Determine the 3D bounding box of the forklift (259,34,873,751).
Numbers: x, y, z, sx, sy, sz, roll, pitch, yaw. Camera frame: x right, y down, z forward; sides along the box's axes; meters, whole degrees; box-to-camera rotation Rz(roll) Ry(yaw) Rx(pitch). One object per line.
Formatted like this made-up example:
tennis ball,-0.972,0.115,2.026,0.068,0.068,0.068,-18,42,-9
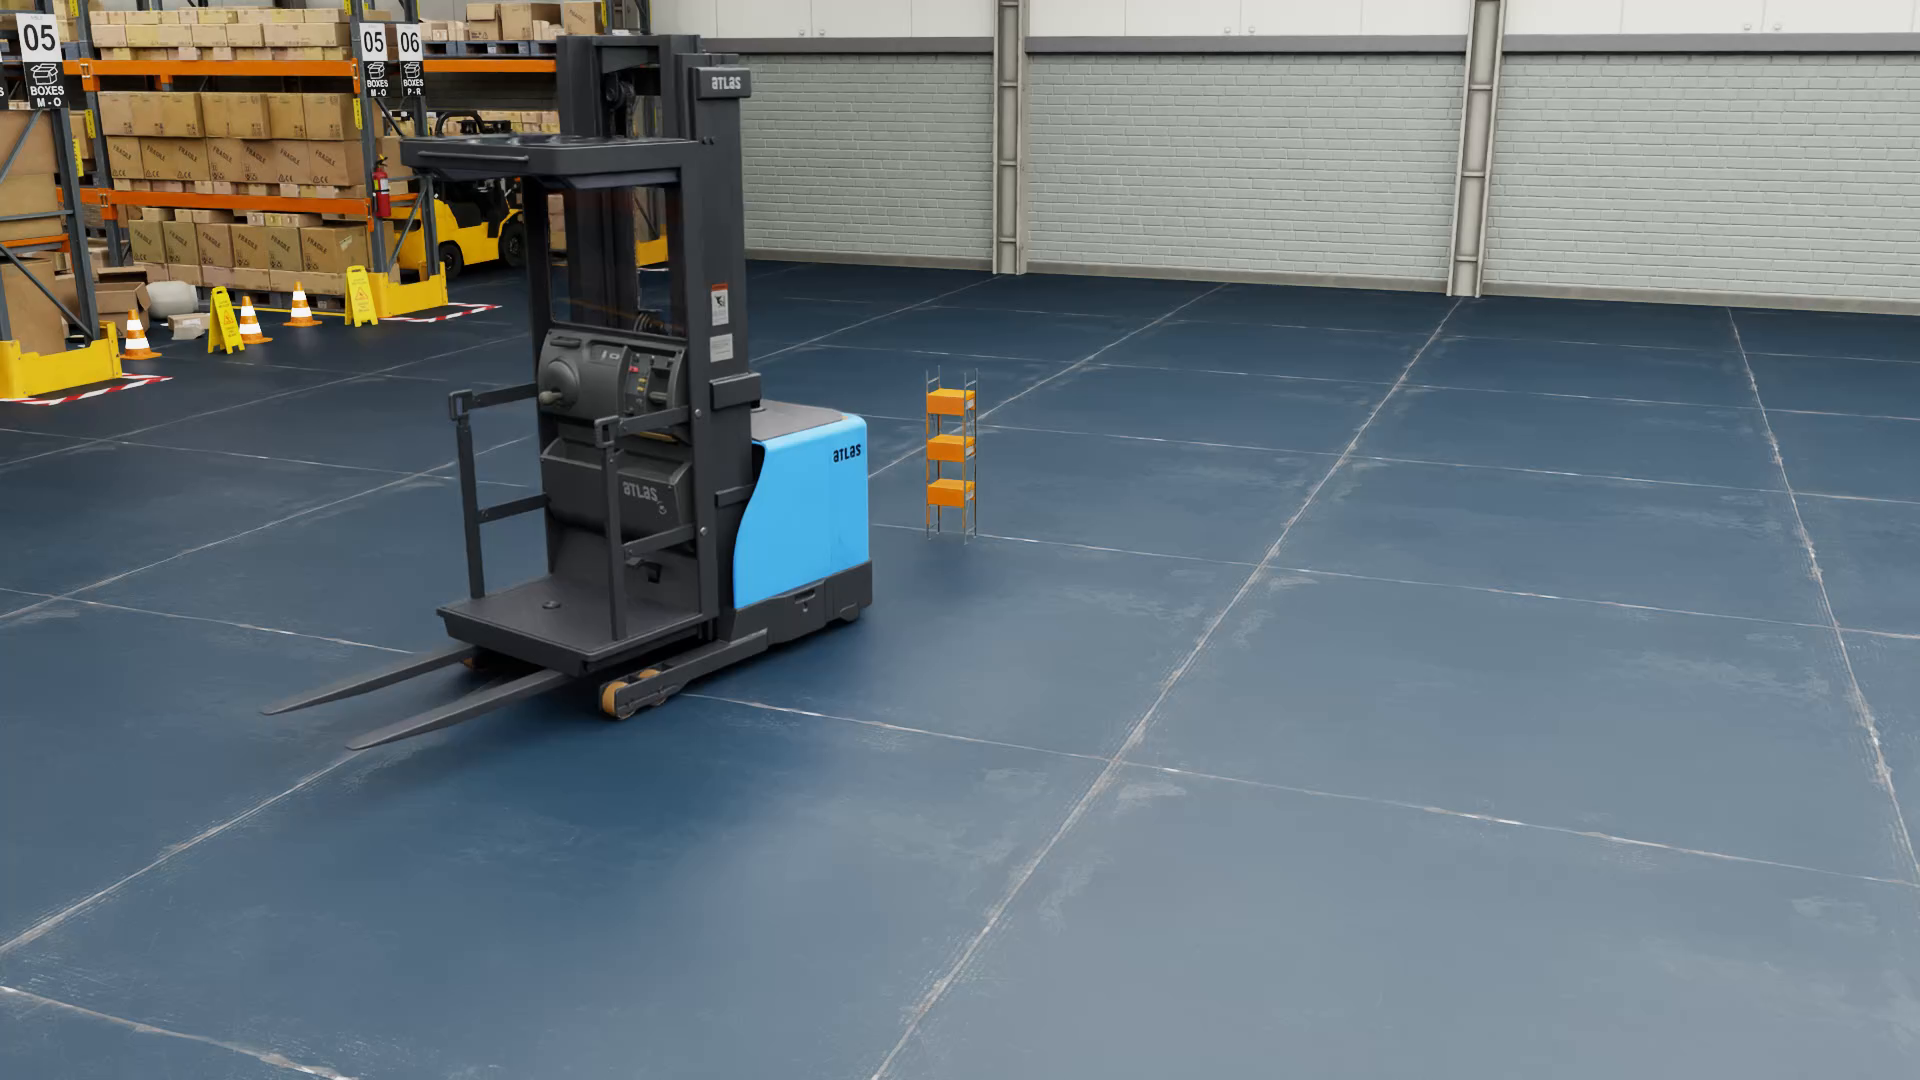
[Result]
forklift,-1.746,-0.763,7.545,1.130,2.935,3.031,12,20,35

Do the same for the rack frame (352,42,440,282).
rack frame,-6.401,-4.120,18.986,0.127,3.000,1.000,6,17,21

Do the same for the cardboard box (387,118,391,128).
cardboard box,-8.552,-6.268,25.042,0.250,0.149,0.380,6,17,19

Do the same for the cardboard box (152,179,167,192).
cardboard box,-9.434,-4.262,19.924,0.250,0.149,0.380,6,17,20

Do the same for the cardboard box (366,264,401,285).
cardboard box,-7.050,-3.156,19.842,0.500,0.250,0.500,6,17,20

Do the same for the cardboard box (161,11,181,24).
cardboard box,-8.970,-6.021,19.173,0.250,0.149,0.380,6,17,19

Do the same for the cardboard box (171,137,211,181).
cardboard box,-8.877,-4.503,19.591,0.500,0.500,0.500,6,17,20

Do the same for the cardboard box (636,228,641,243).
cardboard box,-4.968,-4.390,24.094,0.500,0.250,0.500,6,17,21

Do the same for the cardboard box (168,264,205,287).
cardboard box,-9.171,-3.228,20.093,0.500,0.250,0.500,7,18,24

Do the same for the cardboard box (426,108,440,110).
cardboard box,-7.896,-6.365,24.843,0.250,0.149,0.380,6,17,21

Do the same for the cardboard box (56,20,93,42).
cardboard box,-10.718,-6.122,20.016,0.500,0.250,0.500,6,17,20

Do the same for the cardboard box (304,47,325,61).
cardboard box,-7.079,-5.421,18.537,0.250,0.149,0.380,6,17,21

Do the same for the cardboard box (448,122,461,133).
cardboard box,-7.164,-5.959,23.976,0.250,0.149,0.380,6,17,20

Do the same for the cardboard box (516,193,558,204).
cardboard box,-6.076,-4.835,23.834,0.500,0.250,0.500,7,17,21

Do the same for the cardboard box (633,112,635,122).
cardboard box,-4.817,-6.000,23.585,0.250,0.149,0.380,6,17,20

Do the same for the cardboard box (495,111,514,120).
cardboard box,-6.422,-6.048,23.749,0.250,0.149,0.380,7,17,21

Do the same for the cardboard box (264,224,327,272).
cardboard box,-7.728,-3.428,19.436,0.500,0.500,0.500,7,18,23

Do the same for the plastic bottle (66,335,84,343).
plastic bottle,-9.146,-2.085,17.247,0.283,0.061,0.133,0,16,1

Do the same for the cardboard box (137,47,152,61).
cardboard box,-9.428,-5.716,19.552,0.250,0.149,0.380,6,17,21

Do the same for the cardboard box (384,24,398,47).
cardboard box,-6.771,-5.752,18.962,0.500,0.250,0.500,6,17,20

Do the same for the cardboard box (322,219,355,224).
cardboard box,-7.560,-3.570,19.926,0.500,0.500,0.500,6,17,19

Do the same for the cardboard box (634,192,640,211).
cardboard box,-4.961,-4.868,23.945,0.500,0.250,0.500,6,17,20

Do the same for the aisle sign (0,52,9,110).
aisle sign,-8.167,-3.989,13.873,0.004,0.787,0.394,6,17,21

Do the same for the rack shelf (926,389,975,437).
rack shelf,-0.050,-0.772,9.970,0.240,0.259,0.215,6,17,21

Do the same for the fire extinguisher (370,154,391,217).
fire extinguisher,-6.463,-3.952,18.545,0.183,0.674,0.296,6,17,21

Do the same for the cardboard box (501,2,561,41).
cardboard box,-6.000,-7.259,23.305,0.500,0.500,0.700,6,17,21

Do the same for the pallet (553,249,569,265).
pallet,-5.310,-4.136,24.042,1.213,0.211,1.003,6,17,21

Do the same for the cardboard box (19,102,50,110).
cardboard box,-11.280,-5.289,20.383,0.250,0.149,0.380,6,17,19

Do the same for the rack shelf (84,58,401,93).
rack shelf,-8.261,-5.420,19.373,4.000,0.370,1.077,6,17,21

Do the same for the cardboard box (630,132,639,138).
cardboard box,-4.942,-5.579,23.830,0.500,0.500,0.500,7,18,22

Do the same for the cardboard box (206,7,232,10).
cardboard box,-10.934,-7.802,25.174,0.500,0.500,0.700,6,17,20

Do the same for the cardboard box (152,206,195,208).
cardboard box,-12.497,-5.215,26.487,0.500,0.500,0.500,7,18,22

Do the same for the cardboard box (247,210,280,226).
cardboard box,-8.085,-3.761,19.420,0.250,0.149,0.380,7,18,23

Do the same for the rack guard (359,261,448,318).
rack guard,-6.471,-2.928,19.361,0.348,0.500,1.175,6,17,21

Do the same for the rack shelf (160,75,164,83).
rack shelf,-13.885,-7.526,26.627,4.000,0.370,1.077,6,17,21

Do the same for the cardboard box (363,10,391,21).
cardboard box,-6.656,-5.912,18.799,0.250,0.149,0.380,6,17,20

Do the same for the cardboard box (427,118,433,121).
cardboard box,-7.599,-6.183,24.215,0.250,0.149,0.380,6,17,20

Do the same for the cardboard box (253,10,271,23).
cardboard box,-7.736,-5.905,18.774,0.250,0.149,0.380,6,17,21

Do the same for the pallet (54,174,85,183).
pallet,-11.986,-4.655,21.171,1.213,0.211,1.003,6,17,21

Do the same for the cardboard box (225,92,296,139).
cardboard box,-7.936,-4.866,19.049,0.500,0.500,0.700,6,17,20

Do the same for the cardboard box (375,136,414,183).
cardboard box,-6.740,-4.431,19.345,0.500,0.500,0.500,6,17,20

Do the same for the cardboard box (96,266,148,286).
cardboard box,-9.624,-2.868,19.150,0.500,0.500,0.500,-9,18,-27

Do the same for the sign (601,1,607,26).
sign,-4.795,-7.096,22.411,0.005,0.325,0.100,6,17,21

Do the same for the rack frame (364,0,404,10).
rack frame,-8.304,-8.698,23.995,0.127,3.000,1.000,6,17,21

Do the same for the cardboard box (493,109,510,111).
cardboard box,-6.717,-6.226,24.362,0.250,0.149,0.380,6,17,20

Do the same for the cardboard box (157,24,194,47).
cardboard box,-8.868,-5.820,19.195,0.500,0.250,0.500,6,17,21

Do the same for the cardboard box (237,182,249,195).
cardboard box,-8.242,-4.144,19.518,0.250,0.149,0.380,6,17,21

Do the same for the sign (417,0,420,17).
sign,-6.202,-6.121,18.931,0.005,0.325,0.100,6,17,21

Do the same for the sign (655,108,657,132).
sign,-4.374,-6.005,23.783,0.005,0.325,0.100,6,17,21

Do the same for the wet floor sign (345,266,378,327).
wet floor sign,-6.617,-2.693,18.291,0.232,0.644,0.267,14,21,40

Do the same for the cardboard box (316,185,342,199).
cardboard box,-7.103,-3.979,18.952,0.250,0.149,0.380,6,17,20

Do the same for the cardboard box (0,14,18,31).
cardboard box,-8.324,-4.514,14.480,0.250,0.149,0.380,6,17,21

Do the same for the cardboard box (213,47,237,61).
cardboard box,-8.280,-5.550,18.980,0.250,0.149,0.380,6,17,20

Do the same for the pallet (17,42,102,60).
pallet,-10.657,-5.970,20.316,1.003,0.211,1.213,6,17,21

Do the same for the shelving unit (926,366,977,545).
shelving unit,-0.050,-0.510,10.046,0.252,1.050,0.215,6,17,21

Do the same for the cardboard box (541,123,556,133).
cardboard box,-5.702,-5.819,23.496,0.250,0.149,0.380,6,17,20

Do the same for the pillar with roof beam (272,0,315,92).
pillar with roof beam,-12.061,-8.091,21.904,0.400,9.000,9.100,6,17,21

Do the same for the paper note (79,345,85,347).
paper note,-8.920,-1.996,16.997,0.142,0.017,0.144,14,21,40
